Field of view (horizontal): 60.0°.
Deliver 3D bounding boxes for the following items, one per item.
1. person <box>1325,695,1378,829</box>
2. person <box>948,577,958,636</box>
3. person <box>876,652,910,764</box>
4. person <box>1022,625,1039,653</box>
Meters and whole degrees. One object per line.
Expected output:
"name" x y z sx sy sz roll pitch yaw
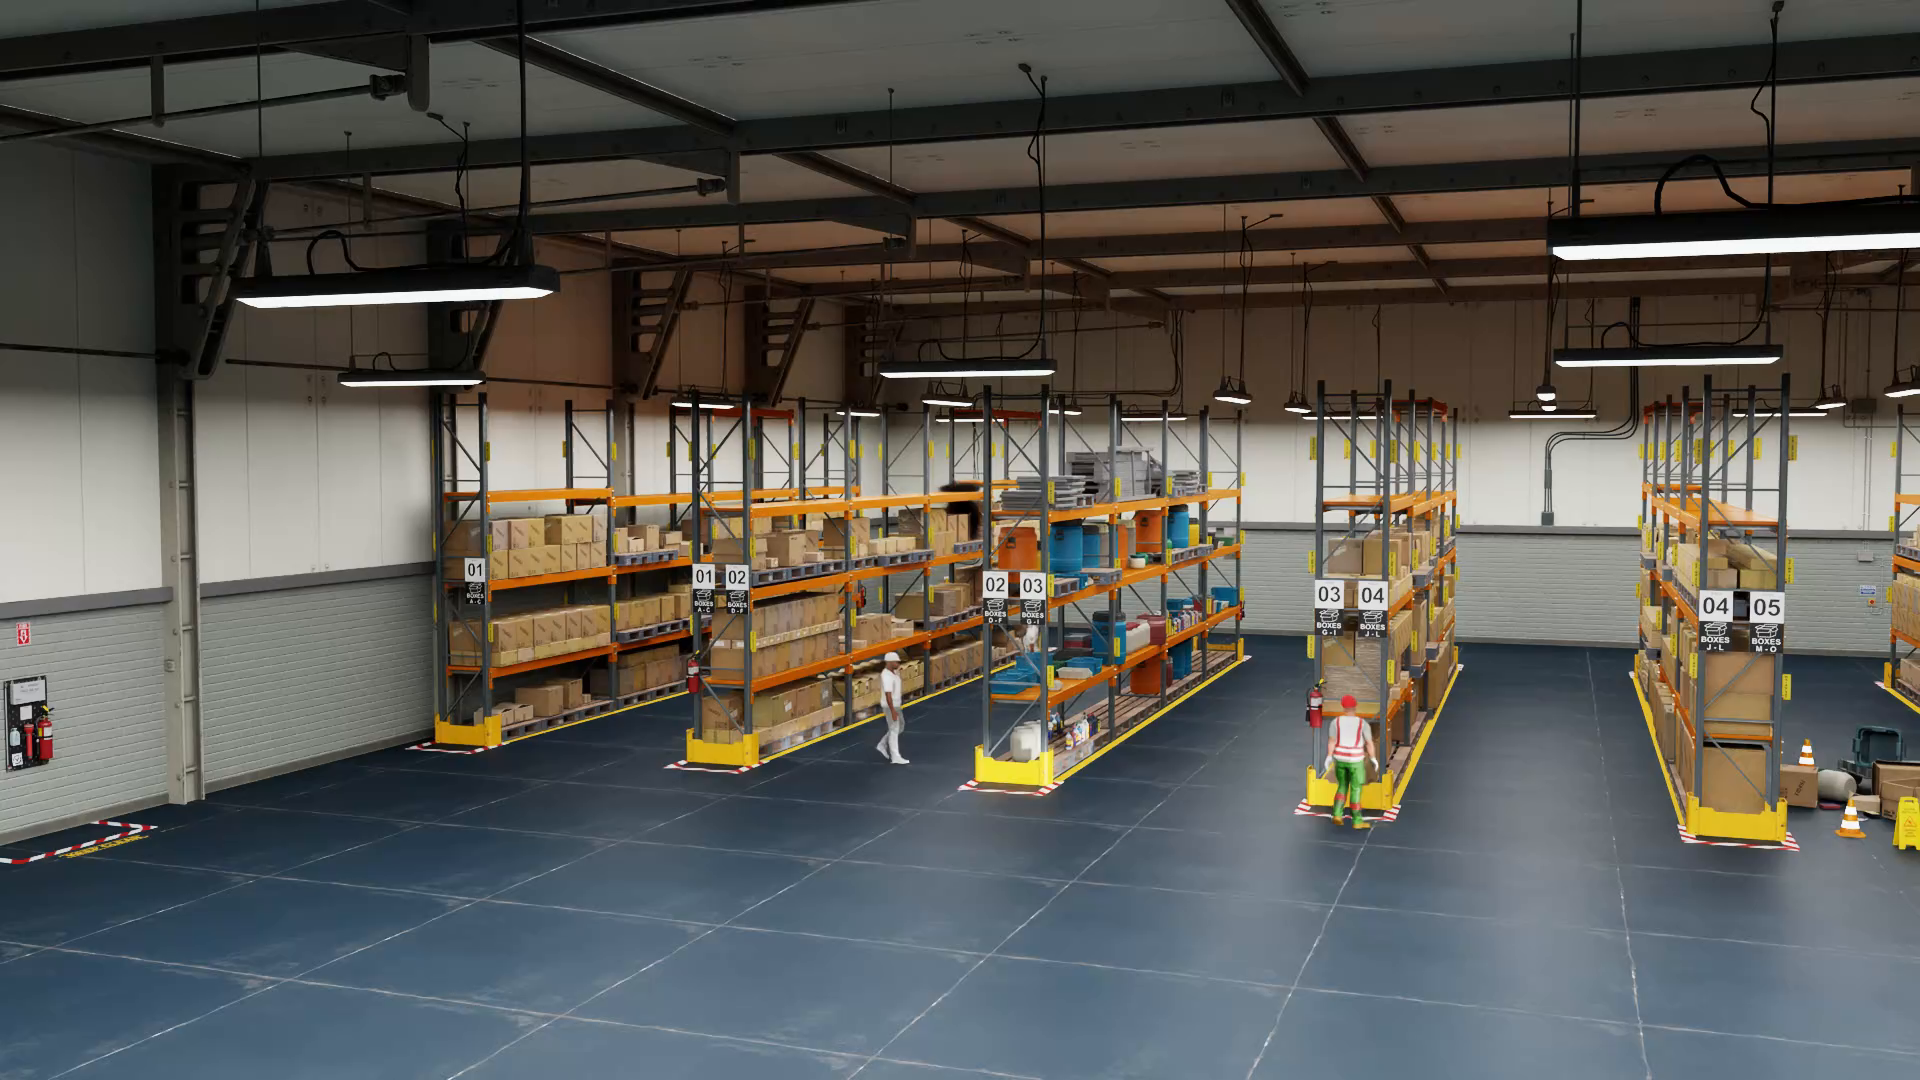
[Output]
"person" 5.169 2.932 22.030 0.521 1.799 0.615 -3 4 -44
"person" -0.302 1.788 44.885 0.705 1.628 0.501 3 4 42
"person" -1.067 2.685 26.779 0.573 1.763 0.668 0 3 5
"person" 1.413 2.328 33.087 0.349 1.679 0.514 0 3 5
